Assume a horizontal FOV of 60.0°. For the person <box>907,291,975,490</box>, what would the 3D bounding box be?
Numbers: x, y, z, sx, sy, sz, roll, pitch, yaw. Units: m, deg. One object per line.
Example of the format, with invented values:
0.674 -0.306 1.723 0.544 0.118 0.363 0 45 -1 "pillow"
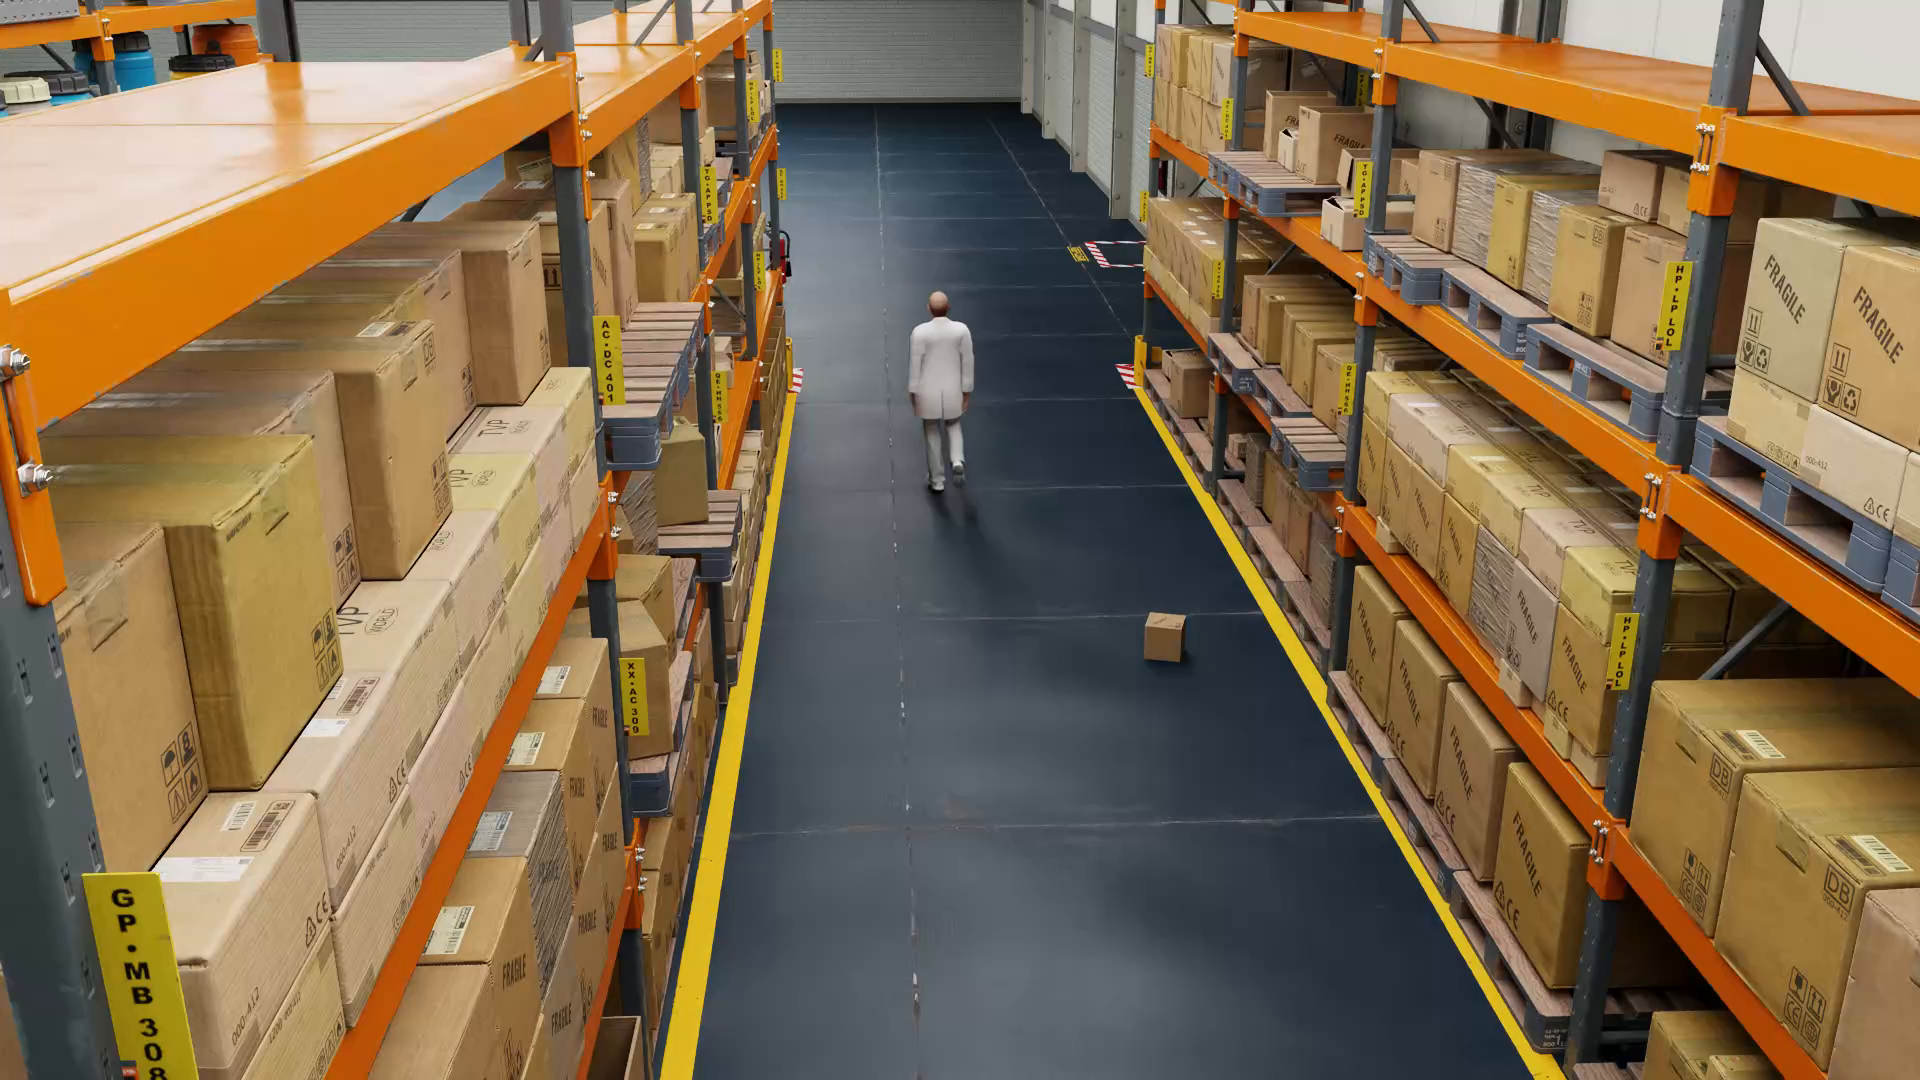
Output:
-0.174 -1.310 14.615 0.572 1.781 0.534 -5 21 -12 "person"
